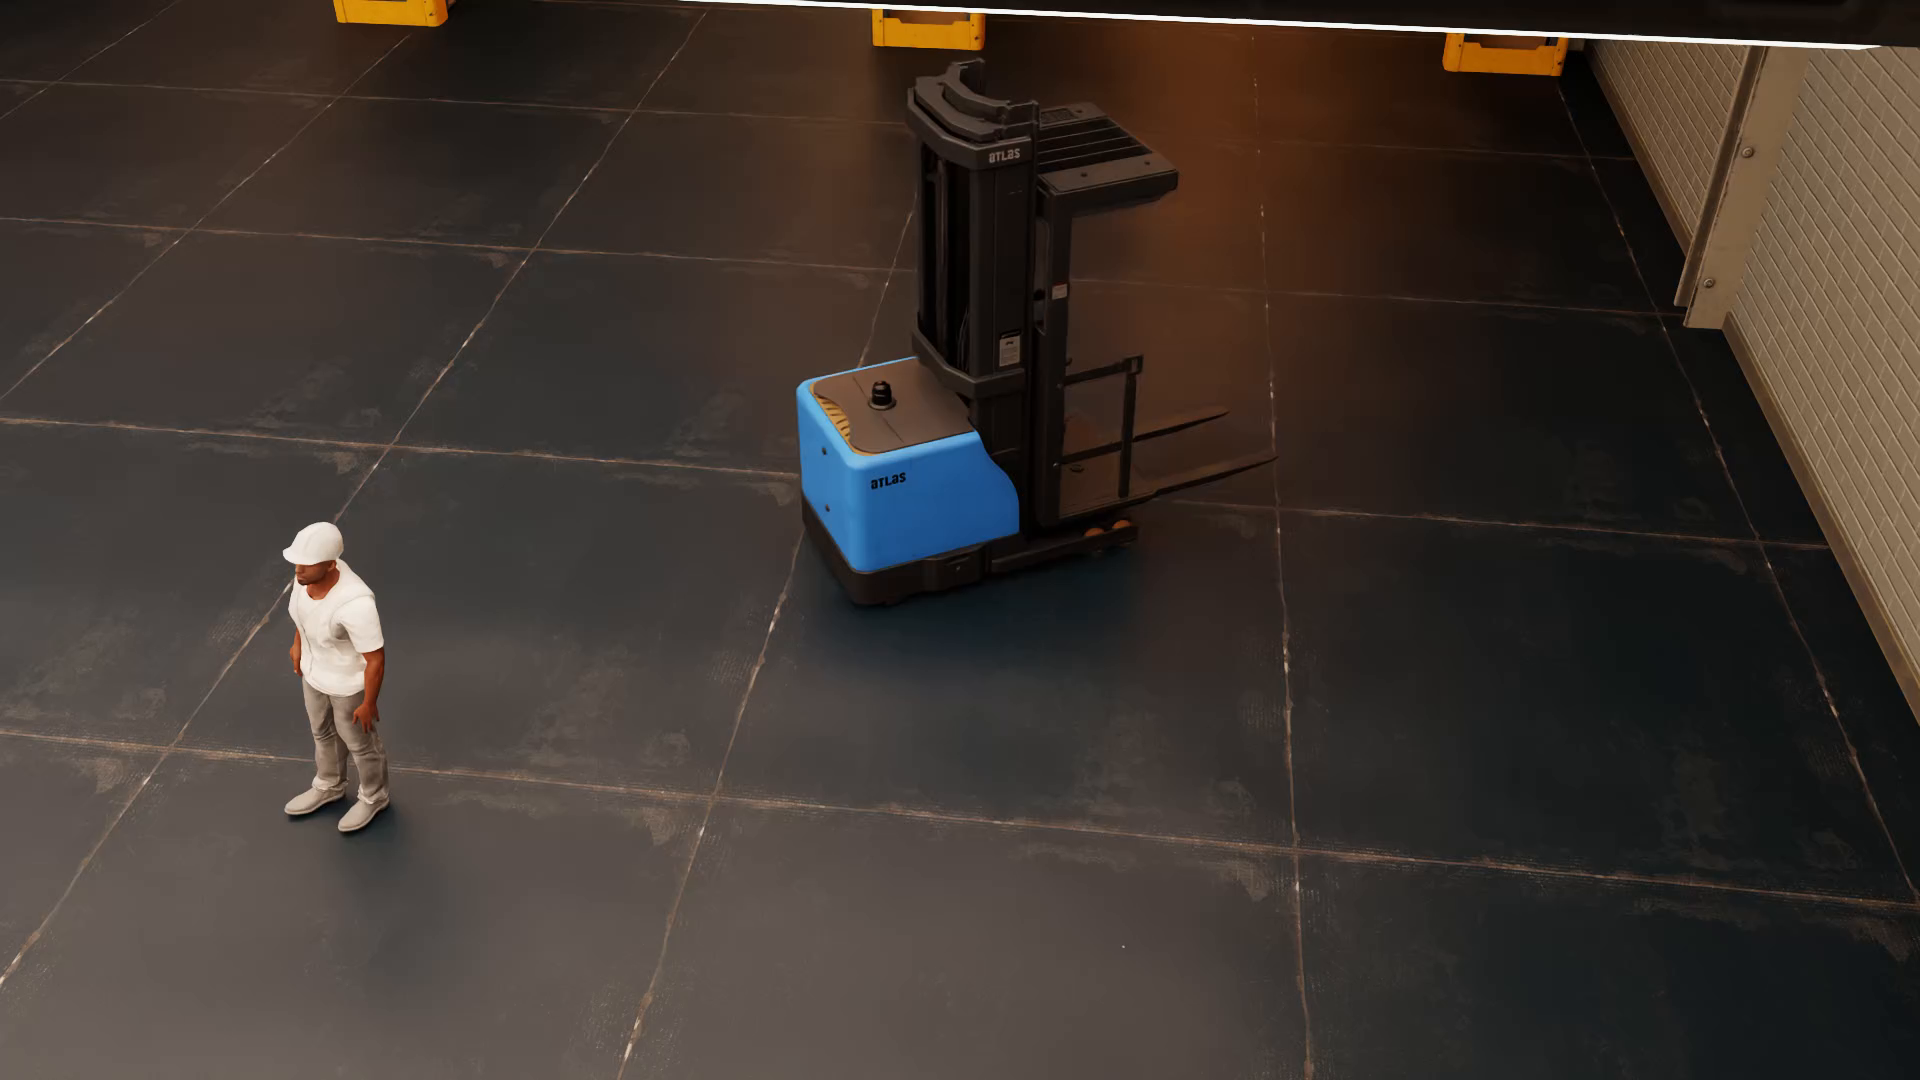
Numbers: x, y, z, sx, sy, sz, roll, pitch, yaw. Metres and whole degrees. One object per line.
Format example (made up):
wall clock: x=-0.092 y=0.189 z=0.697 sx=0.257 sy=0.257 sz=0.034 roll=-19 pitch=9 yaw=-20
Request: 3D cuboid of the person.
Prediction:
person: x=-3.022 y=0.628 z=8.098 sx=0.666 sy=1.706 sz=0.420 roll=27 pitch=44 yaw=32

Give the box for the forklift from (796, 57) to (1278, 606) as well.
forklift: x=0.562 y=-1.362 z=9.877 sx=3.031 sy=2.935 sz=1.130 roll=-15 pitch=39 yaw=-19
